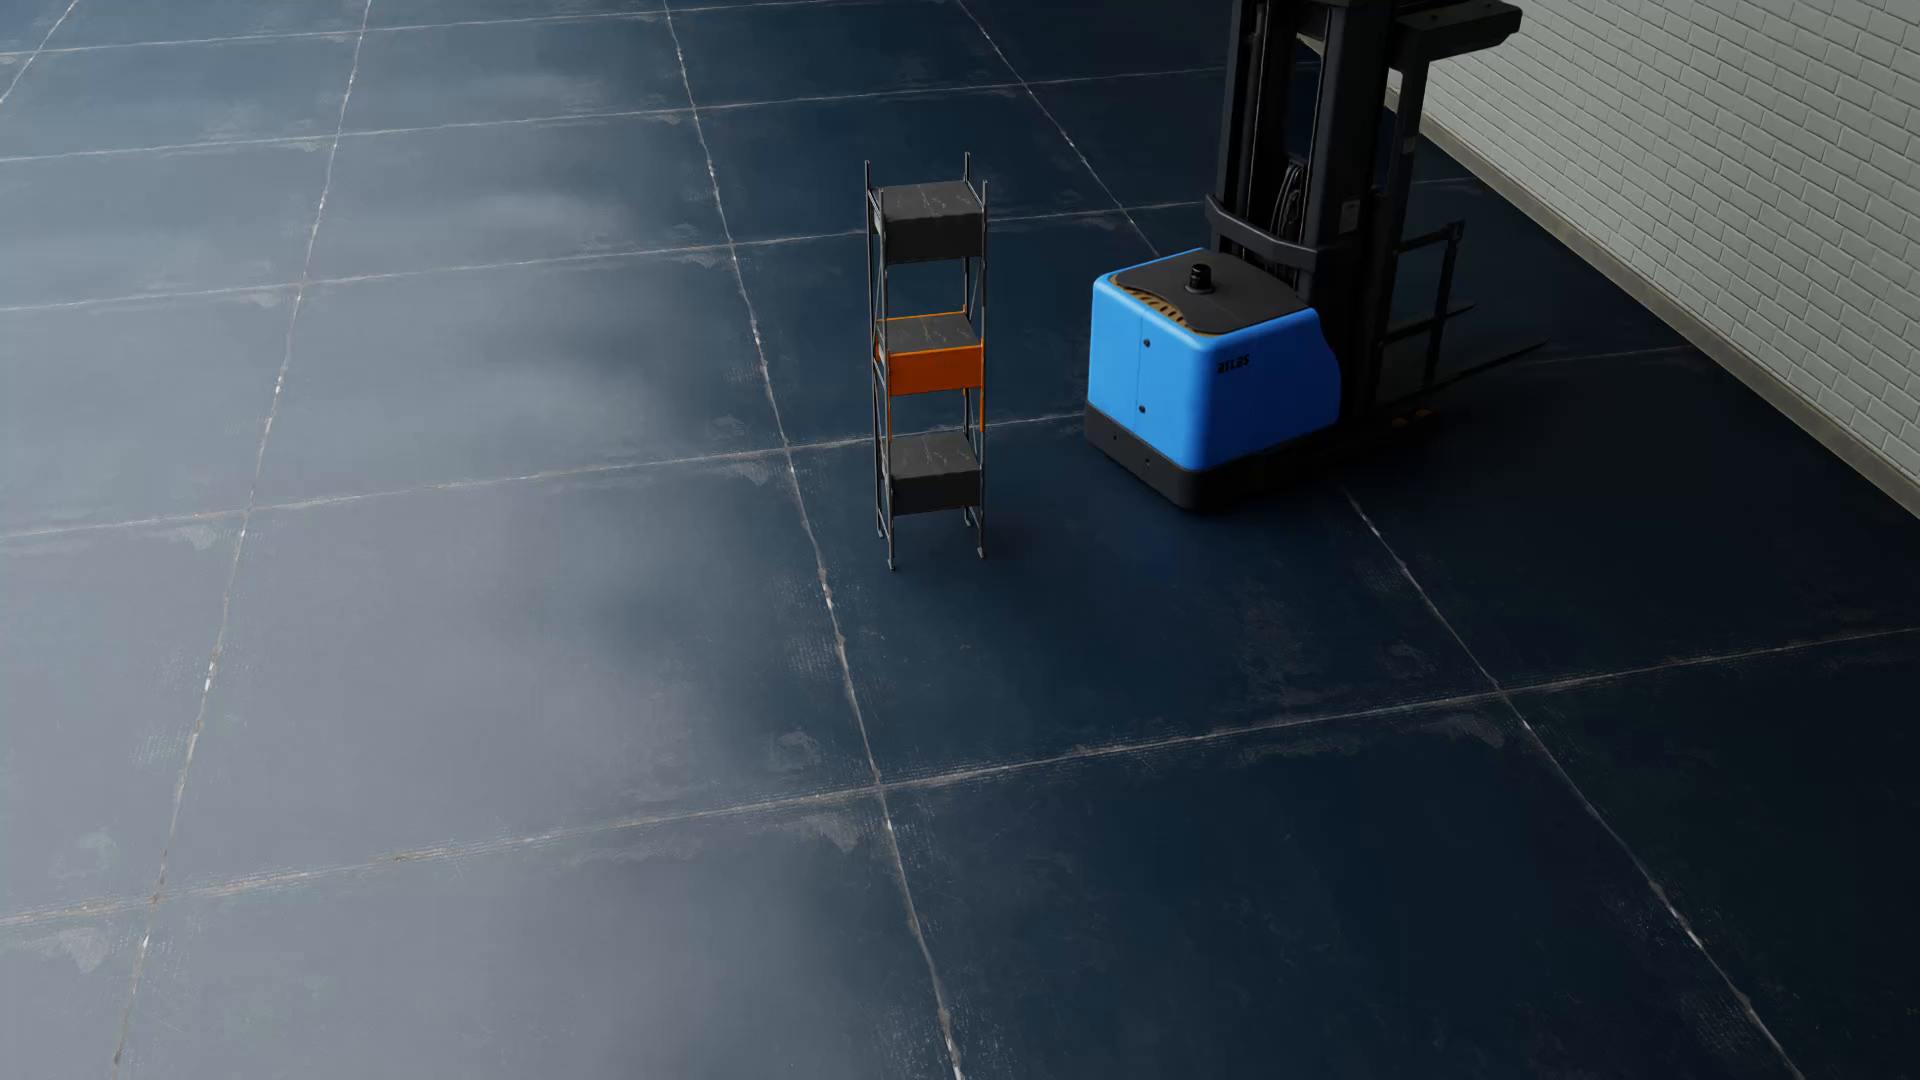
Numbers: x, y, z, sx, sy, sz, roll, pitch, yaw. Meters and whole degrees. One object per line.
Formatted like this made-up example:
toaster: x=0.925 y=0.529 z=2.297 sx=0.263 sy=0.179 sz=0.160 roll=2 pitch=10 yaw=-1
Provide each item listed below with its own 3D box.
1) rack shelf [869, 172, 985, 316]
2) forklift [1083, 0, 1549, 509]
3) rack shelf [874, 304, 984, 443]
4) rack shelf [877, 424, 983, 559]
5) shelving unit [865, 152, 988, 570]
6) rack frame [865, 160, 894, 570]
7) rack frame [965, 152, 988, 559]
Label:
rack shelf: x=-0.161 y=-1.421 z=7.975 sx=0.480 sy=0.518 sz=0.431 roll=-7 pitch=35 yaw=-11
forklift: x=2.245 y=-1.999 z=9.321 sx=3.031 sy=2.935 sz=1.130 roll=-19 pitch=38 yaw=-26
rack shelf: x=-0.161 y=-0.840 z=8.365 sx=0.480 sy=0.518 sz=0.431 roll=-7 pitch=35 yaw=-11
rack shelf: x=-0.161 y=-0.259 z=8.755 sx=0.480 sy=0.518 sz=0.431 roll=-7 pitch=35 yaw=-11
shelving unit: x=-0.161 y=-0.852 z=8.358 sx=0.503 sy=2.100 sz=0.431 roll=-7 pitch=35 yaw=-11
rack frame: x=-0.399 y=-0.822 z=8.313 sx=0.015 sy=2.100 sz=0.400 roll=-7 pitch=35 yaw=-11
rack frame: x=0.077 y=-0.882 z=8.402 sx=0.015 sy=2.100 sz=0.400 roll=-7 pitch=35 yaw=-11
